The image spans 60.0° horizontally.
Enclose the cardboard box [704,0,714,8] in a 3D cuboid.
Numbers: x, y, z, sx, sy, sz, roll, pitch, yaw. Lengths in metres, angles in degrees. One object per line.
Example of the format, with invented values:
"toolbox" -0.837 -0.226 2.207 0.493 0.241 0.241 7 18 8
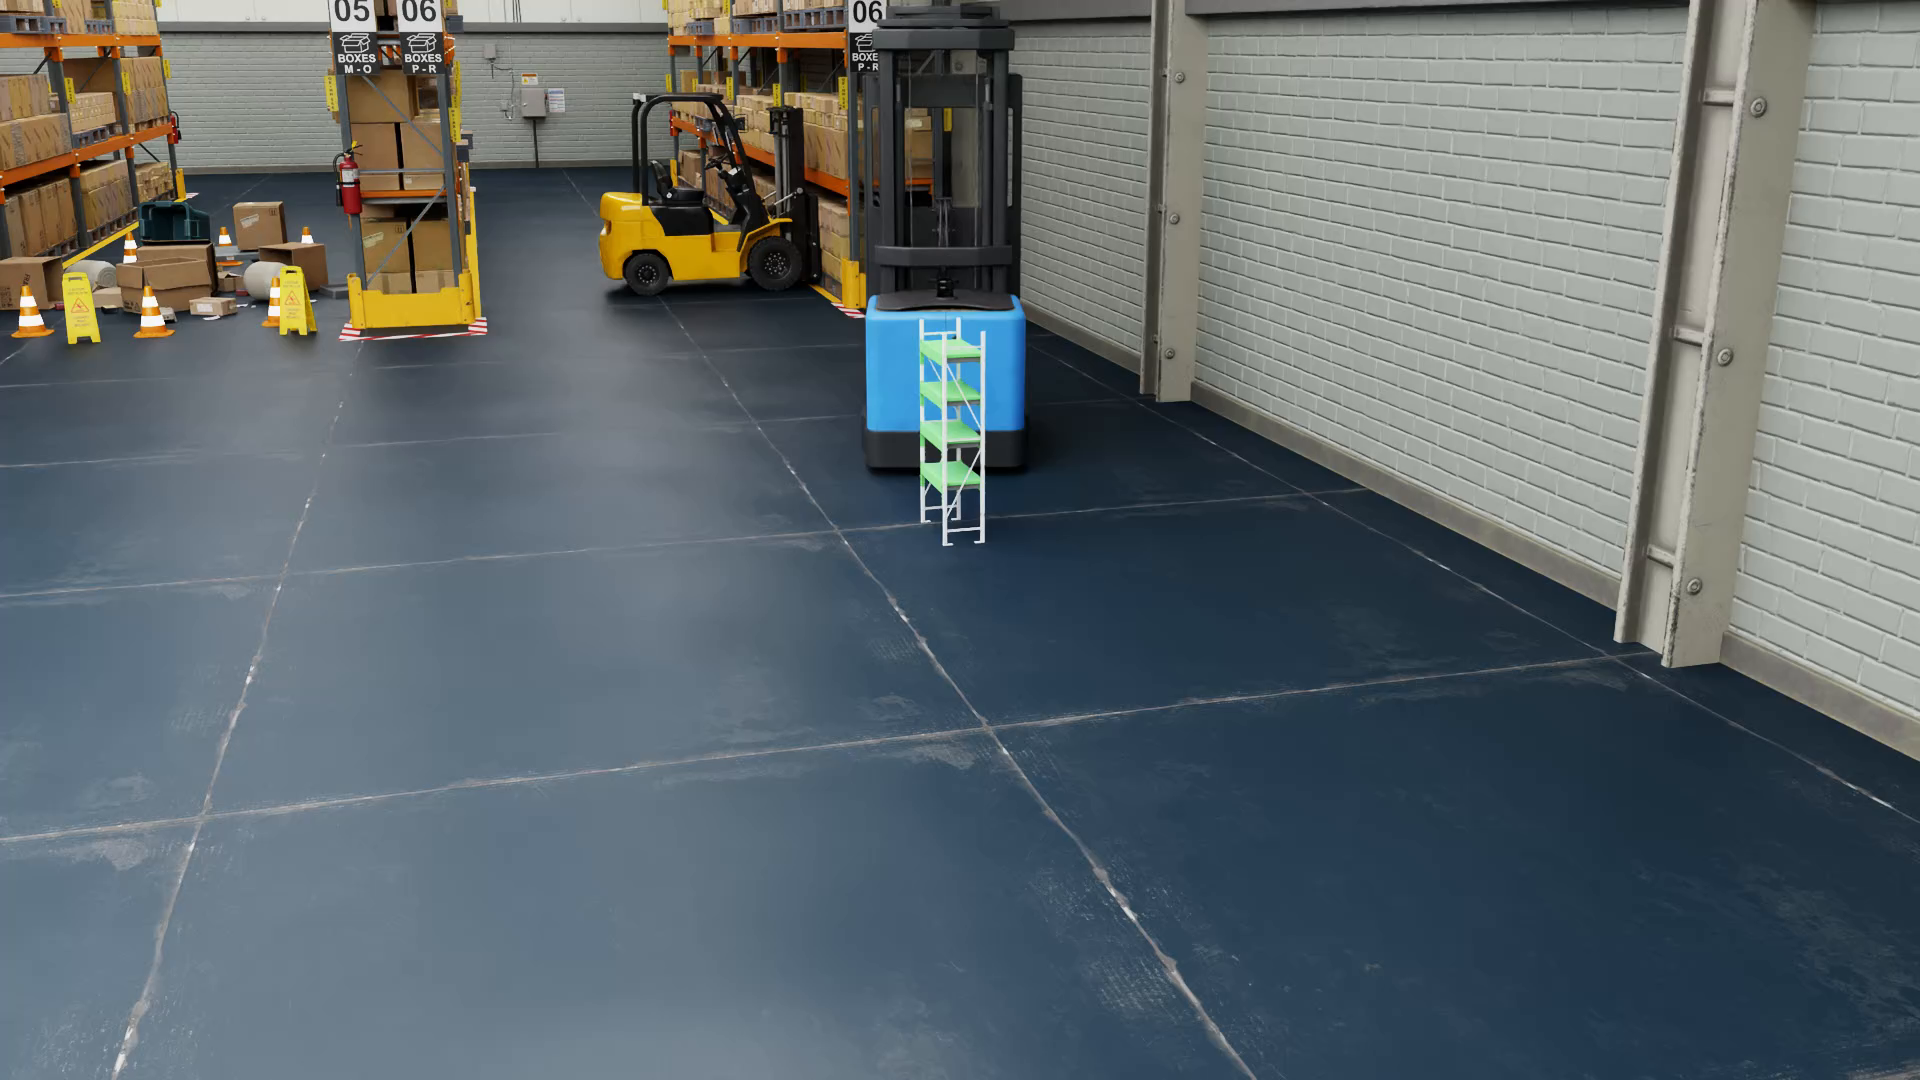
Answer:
"cardboard box" -3.833 -8.468 26.230 0.380 0.149 0.250 -5 17 -15

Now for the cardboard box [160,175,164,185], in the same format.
"cardboard box" -13.857 -6.161 28.458 0.380 0.149 0.250 -4 17 -14

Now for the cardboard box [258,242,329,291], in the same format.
"cardboard box" -7.560 -3.092 18.874 0.500 0.500 0.500 7 18 23

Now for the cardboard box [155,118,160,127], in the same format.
"cardboard box" -14.006 -7.196 28.629 0.380 0.149 0.250 -4 17 -14

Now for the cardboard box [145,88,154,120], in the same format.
"cardboard box" -13.792 -7.258 27.709 0.500 0.500 0.500 -4 17 -12

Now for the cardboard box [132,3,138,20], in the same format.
"cardboard box" -13.797 -8.666 27.264 0.500 0.250 0.500 -5 18 -18

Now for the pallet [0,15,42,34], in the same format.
"pallet" -11.839 -6.243 20.135 1.003 0.211 1.213 -4 17 -13

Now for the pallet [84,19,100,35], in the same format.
"pallet" -13.121 -7.367 23.875 1.213 0.211 1.003 -5 17 -15

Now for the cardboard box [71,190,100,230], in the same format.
"cardboard box" -12.326 -4.599 23.165 0.500 0.500 0.500 -5 18 -18

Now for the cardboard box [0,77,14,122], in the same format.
"cardboard box" -11.701 -5.219 19.700 0.700 0.500 0.500 -5 17 -15

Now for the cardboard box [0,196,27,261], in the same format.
"cardboard box" -11.535 -3.561 19.275 1.050 0.750 0.750 -5 17 -16

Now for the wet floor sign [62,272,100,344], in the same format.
"wet floor sign" -8.267 -2.188 15.613 0.267 0.644 0.232 -8 18 -25

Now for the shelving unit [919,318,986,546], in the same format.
"shelving unit" -0.046 -0.620 9.432 0.258 1.200 0.503 -5 17 -15

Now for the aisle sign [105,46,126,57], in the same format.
"aisle sign" -14.884 -8.834 29.128 0.394 0.787 0.004 -5 17 -15

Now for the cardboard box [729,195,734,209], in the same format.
"cardboard box" -3.324 -5.436 25.948 0.500 0.500 0.500 -5 17 -16

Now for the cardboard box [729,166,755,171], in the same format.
"cardboard box" -3.358 -5.697 25.690 0.380 0.149 0.250 -6 18 -18

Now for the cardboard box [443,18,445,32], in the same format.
"cardboard box" -5.584 -5.377 17.360 0.380 0.149 0.250 -4 17 -15

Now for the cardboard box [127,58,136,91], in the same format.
"cardboard box" -13.523 -7.441 26.582 0.500 0.500 0.500 -5 18 -17

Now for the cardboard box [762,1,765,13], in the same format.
"cardboard box" -2.369 -6.931 21.632 0.380 0.149 0.250 -5 17 -15

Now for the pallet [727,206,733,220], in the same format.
"pallet" -3.042 -5.066 25.951 1.003 0.211 1.213 -5 17 -15

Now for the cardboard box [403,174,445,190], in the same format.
"cardboard box" -5.341 -3.576 16.579 0.380 0.149 0.250 -5 17 -15

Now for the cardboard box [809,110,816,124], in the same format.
"cardboard box" -1.534 -4.906 19.270 0.380 0.149 0.250 -5 17 -16

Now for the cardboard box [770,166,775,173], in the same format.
"cardboard box" -2.717 -5.676 25.621 0.380 0.149 0.250 -4 17 -12

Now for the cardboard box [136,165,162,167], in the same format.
"cardboard box" -13.969 -6.374 28.650 0.380 0.149 0.250 -5 18 -17

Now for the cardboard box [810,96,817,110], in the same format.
"cardboard box" -1.542 -5.125 19.482 0.380 0.149 0.250 -5 17 -15

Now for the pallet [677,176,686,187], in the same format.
"pallet" -4.831 -6.828 31.817 1.003 0.211 1.213 -5 17 -15

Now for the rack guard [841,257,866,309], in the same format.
"rack guard" -0.668 -2.776 17.823 1.175 0.500 0.348 -5 17 -15

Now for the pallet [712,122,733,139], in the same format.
"pallet" -3.127 -6.282 25.486 1.213 0.211 1.003 -5 17 -15

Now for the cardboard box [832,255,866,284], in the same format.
"cardboard box" -1.108 -2.969 18.171 0.500 0.250 0.500 -5 17 -15

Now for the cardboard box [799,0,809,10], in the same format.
"cardboard box" -1.658 -6.273 19.236 0.396 0.266 0.258 -5 17 -17

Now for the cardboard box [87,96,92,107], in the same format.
"cardboard box" -12.745 -6.321 23.954 0.380 0.149 0.250 -5 17 -16

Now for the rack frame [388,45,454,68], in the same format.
"rack frame" -8.744 -6.905 27.226 1.000 3.000 0.127 -5 17 -15

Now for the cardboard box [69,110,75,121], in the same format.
"cardboard box" -12.393 -5.827 22.827 0.380 0.149 0.250 -4 17 -13

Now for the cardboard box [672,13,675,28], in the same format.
"cardboard box" -5.054 -9.629 30.824 0.500 0.250 0.500 -4 17 -14

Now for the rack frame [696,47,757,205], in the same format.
"rack frame" -3.973 -7.299 28.536 1.000 3.000 0.127 -5 17 -15

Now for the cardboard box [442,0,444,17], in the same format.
"cardboard box" -5.458 -5.393 16.723 0.500 0.250 0.500 -5 17 -16

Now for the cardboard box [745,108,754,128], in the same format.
"cardboard box" -2.724 -5.933 23.381 0.500 0.250 0.500 -5 17 -17

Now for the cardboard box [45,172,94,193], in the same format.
"cardboard box" -12.334 -4.953 23.037 0.500 0.250 0.500 -6 18 -18

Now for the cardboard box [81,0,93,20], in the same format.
"cardboard box" -13.478 -8.058 24.946 0.700 0.500 0.500 -5 17 -15

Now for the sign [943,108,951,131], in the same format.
"sign" -0.140 -4.474 17.491 0.100 0.325 0.005 -5 17 -15

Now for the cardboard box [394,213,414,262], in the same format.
"cardboard box" -6.064 -3.174 17.552 0.500 0.500 0.500 -4 17 -13

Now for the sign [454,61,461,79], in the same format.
"sign" -9.318 -8.719 30.839 0.100 0.325 0.005 -5 17 -15

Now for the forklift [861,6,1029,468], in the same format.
"forklift" -0.126 -2.239 11.810 1.130 2.935 3.031 0 17 -1

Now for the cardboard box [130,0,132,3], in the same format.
"cardboard box" -13.723 -8.819 27.083 0.380 0.149 0.250 -5 17 -17

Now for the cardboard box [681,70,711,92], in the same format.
"cardboard box" -4.794 -8.273 30.221 0.500 0.500 0.500 -4 17 -14

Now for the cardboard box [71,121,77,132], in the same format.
"cardboard box" -12.379 -5.674 22.835 0.380 0.149 0.250 -4 17 -13

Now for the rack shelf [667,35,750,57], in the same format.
"rack shelf" -4.523 -8.944 30.050 1.077 0.370 4.000 -5 17 -15

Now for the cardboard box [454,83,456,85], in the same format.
"cardboard box" -7.100 -5.944 22.607 0.500 0.500 0.500 -5 17 -16
